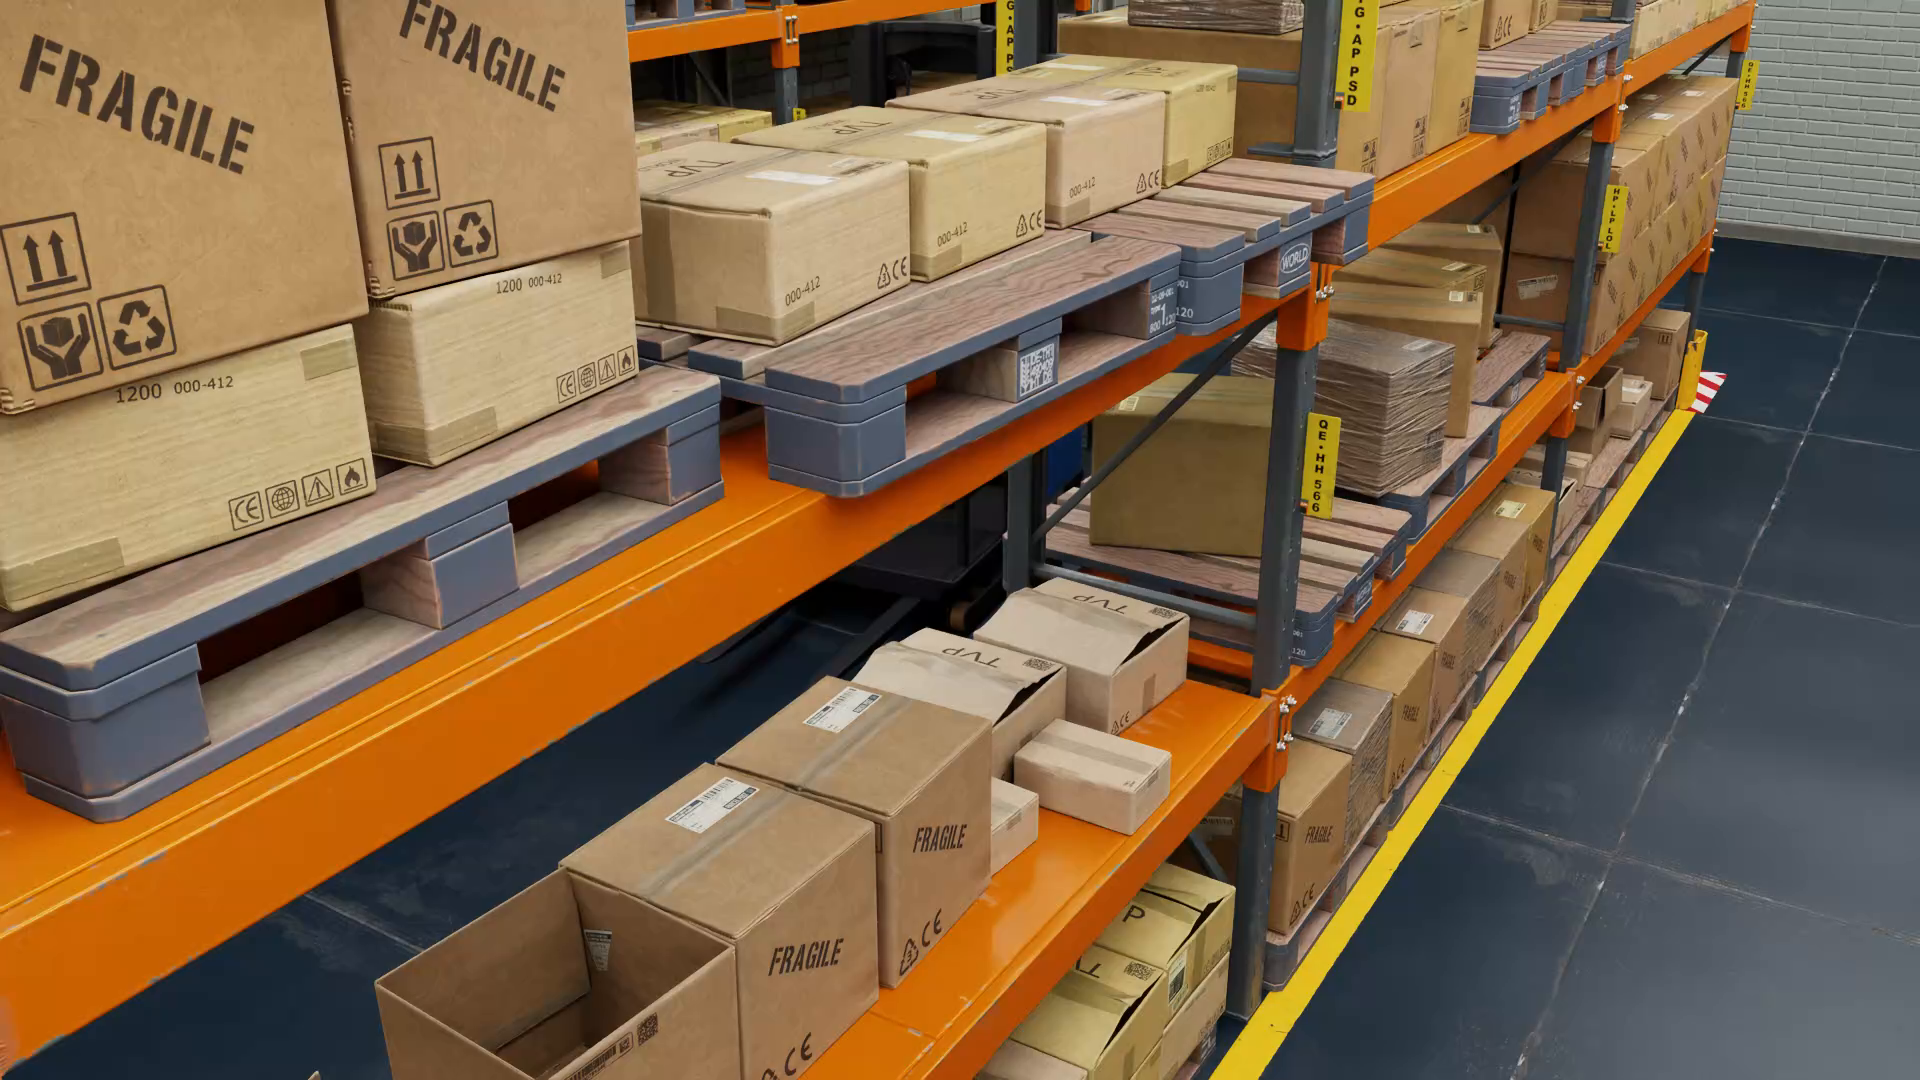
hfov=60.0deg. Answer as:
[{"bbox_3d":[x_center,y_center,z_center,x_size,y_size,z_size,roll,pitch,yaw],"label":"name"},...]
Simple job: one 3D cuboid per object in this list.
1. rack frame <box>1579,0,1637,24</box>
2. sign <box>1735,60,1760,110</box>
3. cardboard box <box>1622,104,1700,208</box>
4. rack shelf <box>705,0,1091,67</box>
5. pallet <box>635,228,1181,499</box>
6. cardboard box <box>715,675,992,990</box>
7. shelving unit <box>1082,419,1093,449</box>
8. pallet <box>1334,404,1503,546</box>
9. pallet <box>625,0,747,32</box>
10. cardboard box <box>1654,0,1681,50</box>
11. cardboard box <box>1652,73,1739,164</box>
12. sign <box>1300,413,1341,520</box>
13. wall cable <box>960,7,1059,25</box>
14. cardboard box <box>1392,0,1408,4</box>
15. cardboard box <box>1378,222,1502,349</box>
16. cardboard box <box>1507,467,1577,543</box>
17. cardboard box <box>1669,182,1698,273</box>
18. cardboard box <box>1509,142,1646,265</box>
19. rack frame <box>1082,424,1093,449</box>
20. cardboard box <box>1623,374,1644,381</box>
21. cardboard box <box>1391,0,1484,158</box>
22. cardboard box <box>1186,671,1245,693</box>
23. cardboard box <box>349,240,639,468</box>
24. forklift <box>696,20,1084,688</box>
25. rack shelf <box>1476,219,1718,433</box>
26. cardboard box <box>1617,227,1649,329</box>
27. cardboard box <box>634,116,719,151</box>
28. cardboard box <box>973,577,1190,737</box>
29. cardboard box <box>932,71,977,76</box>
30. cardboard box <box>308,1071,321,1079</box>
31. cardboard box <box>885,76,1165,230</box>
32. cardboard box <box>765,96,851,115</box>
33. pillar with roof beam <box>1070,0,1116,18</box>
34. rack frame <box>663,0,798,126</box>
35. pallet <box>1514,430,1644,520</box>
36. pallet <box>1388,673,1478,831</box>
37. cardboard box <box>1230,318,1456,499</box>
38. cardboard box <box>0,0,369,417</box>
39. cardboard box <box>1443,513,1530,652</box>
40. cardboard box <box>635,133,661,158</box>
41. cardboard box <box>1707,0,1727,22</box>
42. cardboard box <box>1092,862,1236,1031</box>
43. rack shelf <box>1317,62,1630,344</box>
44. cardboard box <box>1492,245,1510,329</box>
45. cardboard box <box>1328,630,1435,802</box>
[{"bbox_3d":[2.726,-3.909,7.453,1.000,3.000,0.127,14,27,29],"label":"rack frame"},{"bbox_3d":[5.297,-3.060,11.186,0.100,0.325,0.005,14,27,29],"label":"sign"},{"bbox_3d":[4.028,-2.283,9.864,0.500,0.500,0.500,15,27,31],"label":"cardboard box"},{"bbox_3d":[-0.430,-3.914,12.146,1.077,0.370,4.000,14,27,29],"label":"rack shelf"},{"bbox_3d":[-0.254,-0.470,3.522,1.003,0.211,1.213,15,28,31],"label":"pallet"},{"bbox_3d":[-0.255,0.718,4.190,0.500,0.500,0.500,12,26,26],"label":"cardboard box"},{"bbox_3d":[0.461,-0.987,10.613,0.538,1.125,1.048,10,25,22],"label":"shelving unit"},{"bbox_3d":[1.638,-0.375,7.083,1.003,0.211,1.213,14,27,29],"label":"pallet"},{"bbox_3d":[-1.926,-3.162,9.743,0.805,0.209,1.217,13,26,27],"label":"pallet"},{"bbox_3d":[3.460,-2.744,8.726,0.500,0.250,0.500,14,27,29],"label":"cardboard box"},{"bbox_3d":[4.835,-2.803,11.065,0.500,0.500,0.500,14,27,29],"label":"cardboard box"},{"bbox_3d":[1.089,-0.222,5.030,0.100,0.325,0.005,14,27,29],"label":"sign"},{"bbox_3d":[0.497,-4.640,15.413,0.084,1.984,1.851,14,27,29],"label":"wall cable"},{"bbox_3d":[1.389,-2.178,5.844,0.500,0.500,0.500,14,27,29],"label":"cardboard box"},{"bbox_3d":[2.286,-1.282,8.281,0.700,0.500,0.500,5,24,11],"label":"cardboard box"},{"bbox_3d":[3.131,-0.220,9.314,0.500,0.311,0.500,14,27,29],"label":"cardboard box"},{"bbox_3d":[4.292,-2.001,10.470,0.500,0.500,0.500,14,27,29],"label":"cardboard box"},{"bbox_3d":[3.213,-1.761,8.658,0.500,0.500,0.500,15,27,30],"label":"cardboard box"},{"bbox_3d":[0.670,-1.171,11.038,0.500,1.125,0.032,10,25,22],"label":"rack frame"},{"bbox_3d":[4.468,-1.055,11.424,0.380,0.166,0.250,14,27,29],"label":"cardboard box"},{"bbox_3d":[1.361,-1.730,6.070,0.910,0.500,0.500,14,27,29],"label":"cardboard box"},{"bbox_3d":[0.936,0.410,6.675,0.500,0.250,0.500,15,28,31],"label":"cardboard box"},{"bbox_3d":[-0.874,-0.348,2.664,0.500,0.250,0.500,11,26,24],"label":"cardboard box"},{"bbox_3d":[-0.324,-1.061,8.512,1.130,2.935,3.031,10,25,22],"label":"forklift"},{"bbox_3d":[3.781,-1.501,10.347,1.077,0.370,4.000,14,27,29],"label":"rack shelf"},{"bbox_3d":[3.494,-1.490,9.291,0.500,0.500,0.500,14,27,30],"label":"cardboard box"},{"bbox_3d":[-1.792,-2.347,9.926,0.500,0.250,0.500,15,27,30],"label":"cardboard box"},{"bbox_3d":[0.387,0.348,5.282,0.500,0.311,0.500,16,28,32],"label":"cardboard box"},{"bbox_3d":[0.365,-3.506,13.696,0.980,0.700,0.700,15,28,31],"label":"cardboard box"},{"bbox_3d":[-1.186,1.270,3.209,0.396,0.266,0.258,13,27,28],"label":"cardboard box"},{"bbox_3d":[0.163,-0.961,4.078,0.500,0.250,0.500,15,27,30],"label":"cardboard box"},{"bbox_3d":[-0.795,-2.756,11.962,0.980,0.700,0.700,13,27,28],"label":"cardboard box"},{"bbox_3d":[4.972,-6.486,13.407,9.100,9.000,0.400,14,27,29],"label":"pillar with roof beam"},{"bbox_3d":[-1.485,-2.193,11.040,1.000,3.000,0.127,14,27,29],"label":"rack frame"},{"bbox_3d":[3.732,-0.521,10.689,1.003,0.211,1.213,14,27,29],"label":"pallet"},{"bbox_3d":[1.686,0.819,7.592,1.003,0.211,1.213,14,27,29],"label":"pallet"},{"bbox_3d":[1.497,-0.550,6.589,0.700,0.500,0.500,20,31,39],"label":"cardboard box"},{"bbox_3d":[-1.135,-0.501,2.071,0.500,0.500,0.500,14,27,30],"label":"cardboard box"},{"bbox_3d":[2.441,0.181,8.149,0.500,0.500,0.500,14,27,29],"label":"cardboard box"},{"bbox_3d":[-2.061,-2.175,9.528,0.500,0.250,0.500,14,27,30],"label":"cardboard box"},{"bbox_3d":[4.263,-3.247,9.889,0.500,0.250,0.500,14,27,29],"label":"cardboard box"},{"bbox_3d":[0.549,1.234,5.350,0.500,0.311,0.500,15,27,30],"label":"cardboard box"},{"bbox_3d":[1.671,-1.528,6.633,1.077,0.370,4.000,14,27,29],"label":"rack shelf"},{"bbox_3d":[2.771,-1.425,9.139,0.500,0.500,0.500,14,27,30],"label":"cardboard box"},{"bbox_3d":[1.639,0.699,6.952,0.500,0.500,0.500,13,27,28],"label":"cardboard box"}]
